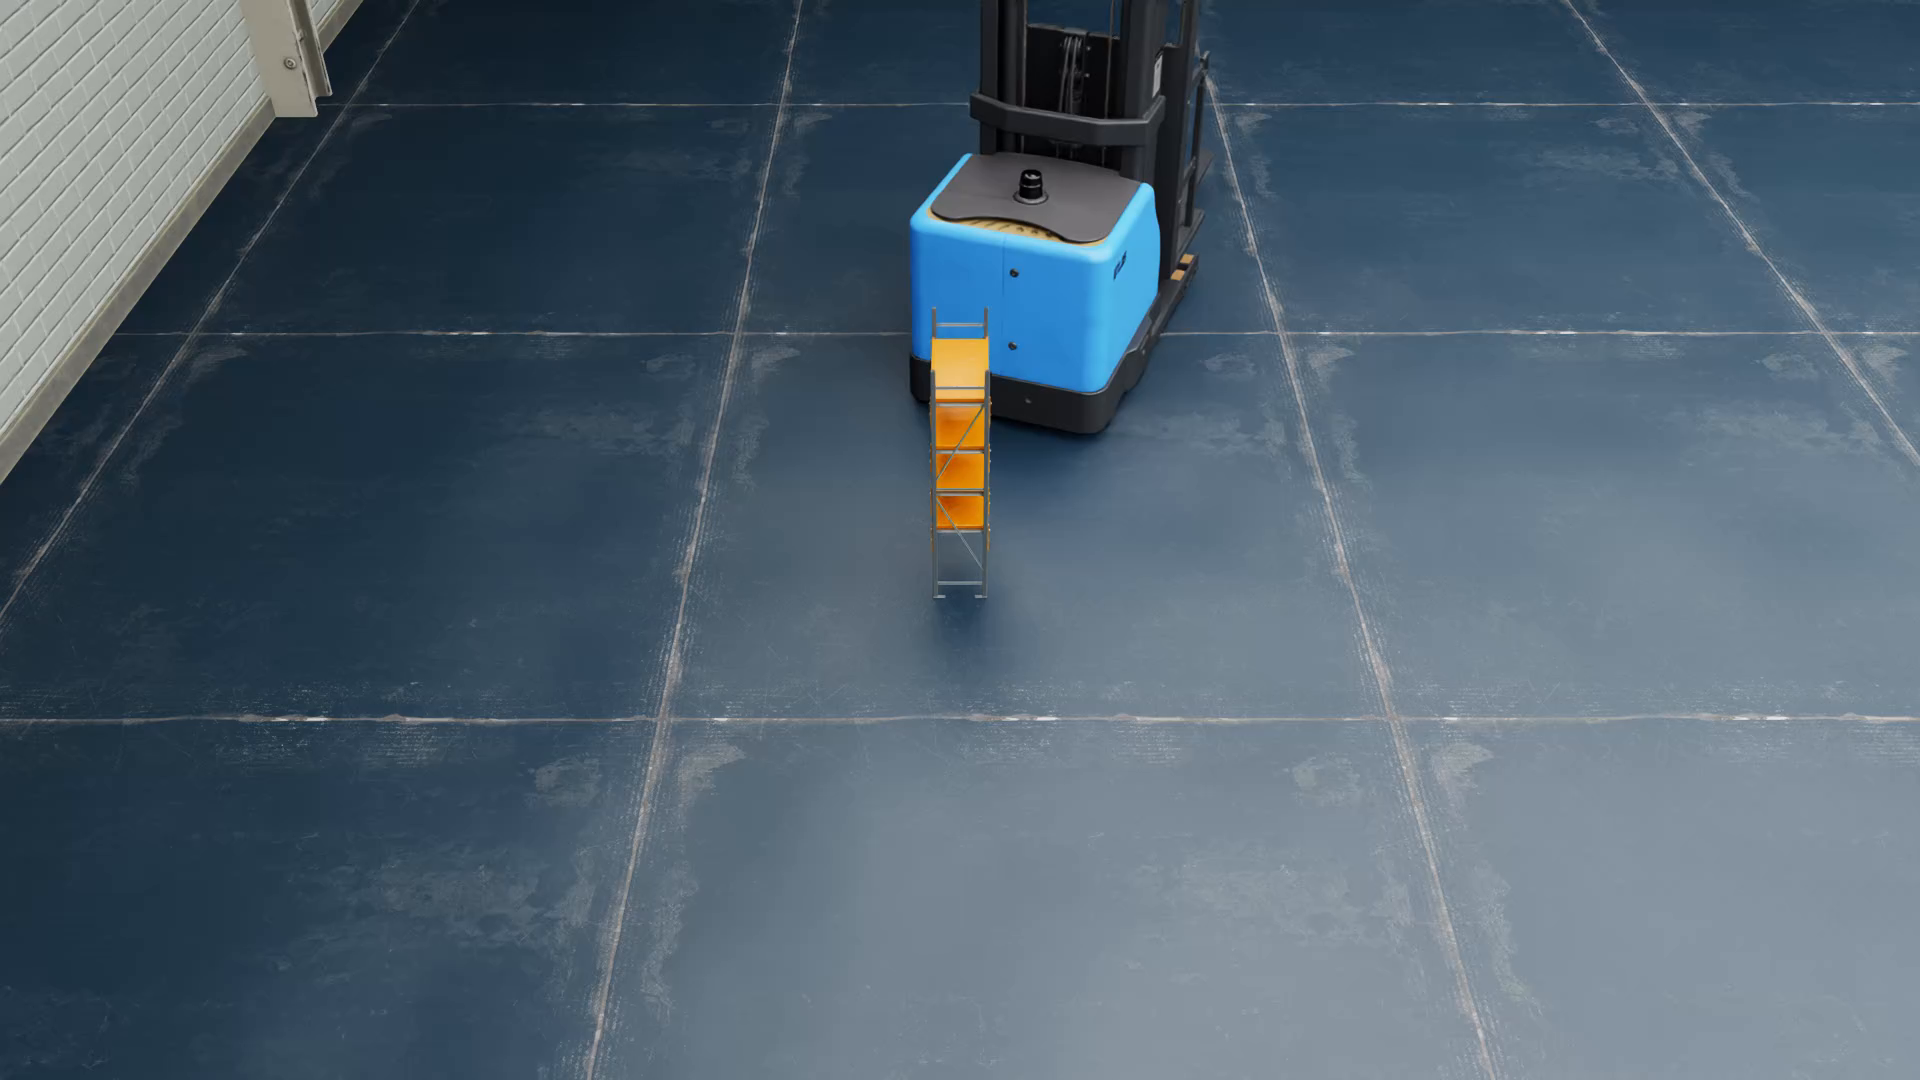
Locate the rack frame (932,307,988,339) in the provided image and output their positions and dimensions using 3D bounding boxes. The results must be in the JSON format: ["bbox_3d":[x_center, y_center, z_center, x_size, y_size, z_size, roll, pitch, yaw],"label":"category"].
[{"bbox_3d":[0.000,-0.517,7.436,0.240,1.200,0.015,0,39,0],"label":"rack frame"}]

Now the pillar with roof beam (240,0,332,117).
[{"bbox_3d":[-0.249,-6.527,8.699,9.100,9.000,0.400,0,39,0],"label":"pillar with roof beam"}]

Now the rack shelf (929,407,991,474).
[{"bbox_3d":[0.000,-0.487,7.148,0.258,0.148,0.480,0,39,0],"label":"rack shelf"}]

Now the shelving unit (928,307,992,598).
[{"bbox_3d":[0.000,-0.365,7.246,0.258,1.200,0.503,0,39,0],"label":"shelving unit"}]

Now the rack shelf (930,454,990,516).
[{"bbox_3d":[0.000,-0.312,7.288,0.258,0.148,0.480,0,39,0],"label":"rack shelf"}]

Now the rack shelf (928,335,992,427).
[{"bbox_3d":[0.000,-0.671,7.000,0.258,0.148,0.480,0,39,0],"label":"rack shelf"}]

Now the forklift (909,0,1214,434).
[{"bbox_3d":[0.737,-2.598,8.648,1.130,2.935,3.031,13,41,16],"label":"forklift"}]

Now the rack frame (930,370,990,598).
[{"bbox_3d":[0.000,-0.212,7.055,0.240,1.200,0.015,0,39,0],"label":"rack frame"}]

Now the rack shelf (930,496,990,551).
[{"bbox_3d":[0.000,-0.157,7.412,0.258,0.148,0.480,0,39,0],"label":"rack shelf"}]
